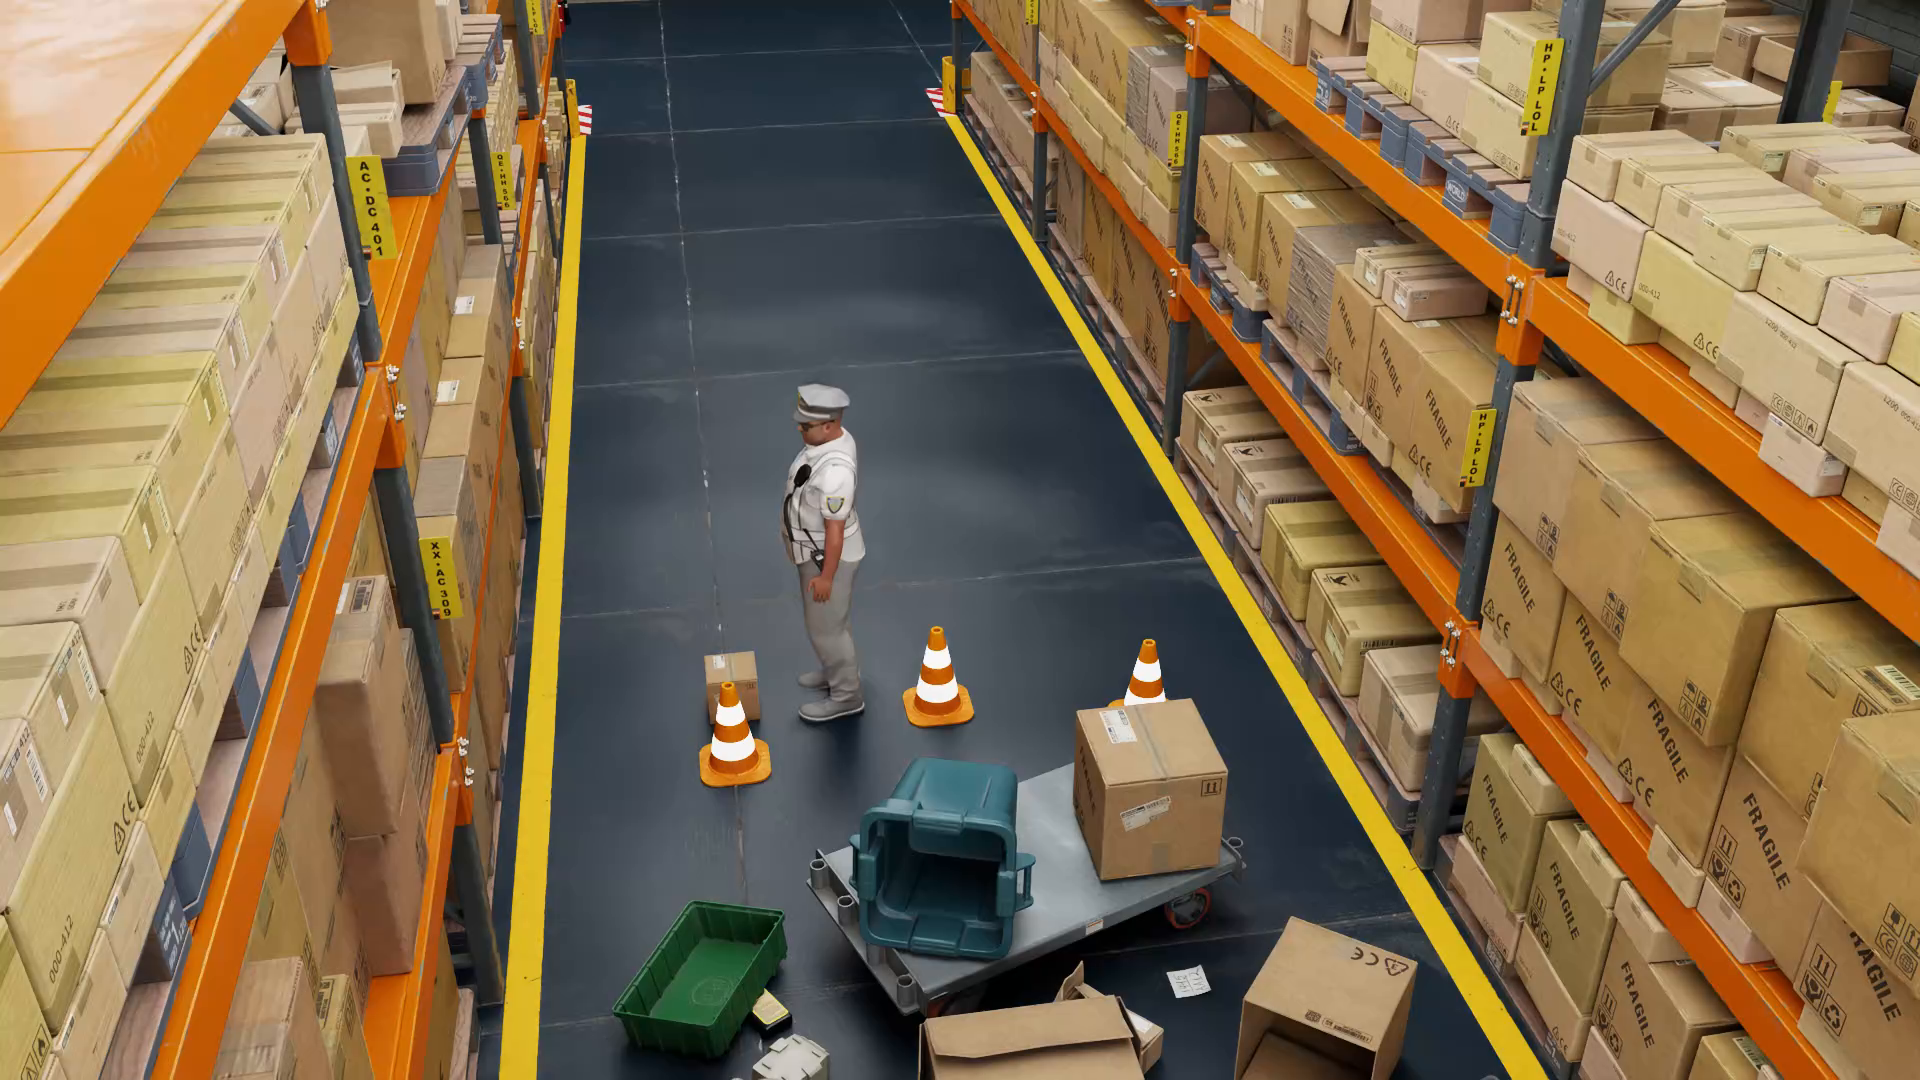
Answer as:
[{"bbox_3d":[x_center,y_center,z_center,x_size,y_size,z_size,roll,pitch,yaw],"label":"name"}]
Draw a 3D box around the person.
[{"bbox_3d":[-0.655,0.071,8.024,0.393,1.750,0.529,-5,31,-8],"label":"person"}]
